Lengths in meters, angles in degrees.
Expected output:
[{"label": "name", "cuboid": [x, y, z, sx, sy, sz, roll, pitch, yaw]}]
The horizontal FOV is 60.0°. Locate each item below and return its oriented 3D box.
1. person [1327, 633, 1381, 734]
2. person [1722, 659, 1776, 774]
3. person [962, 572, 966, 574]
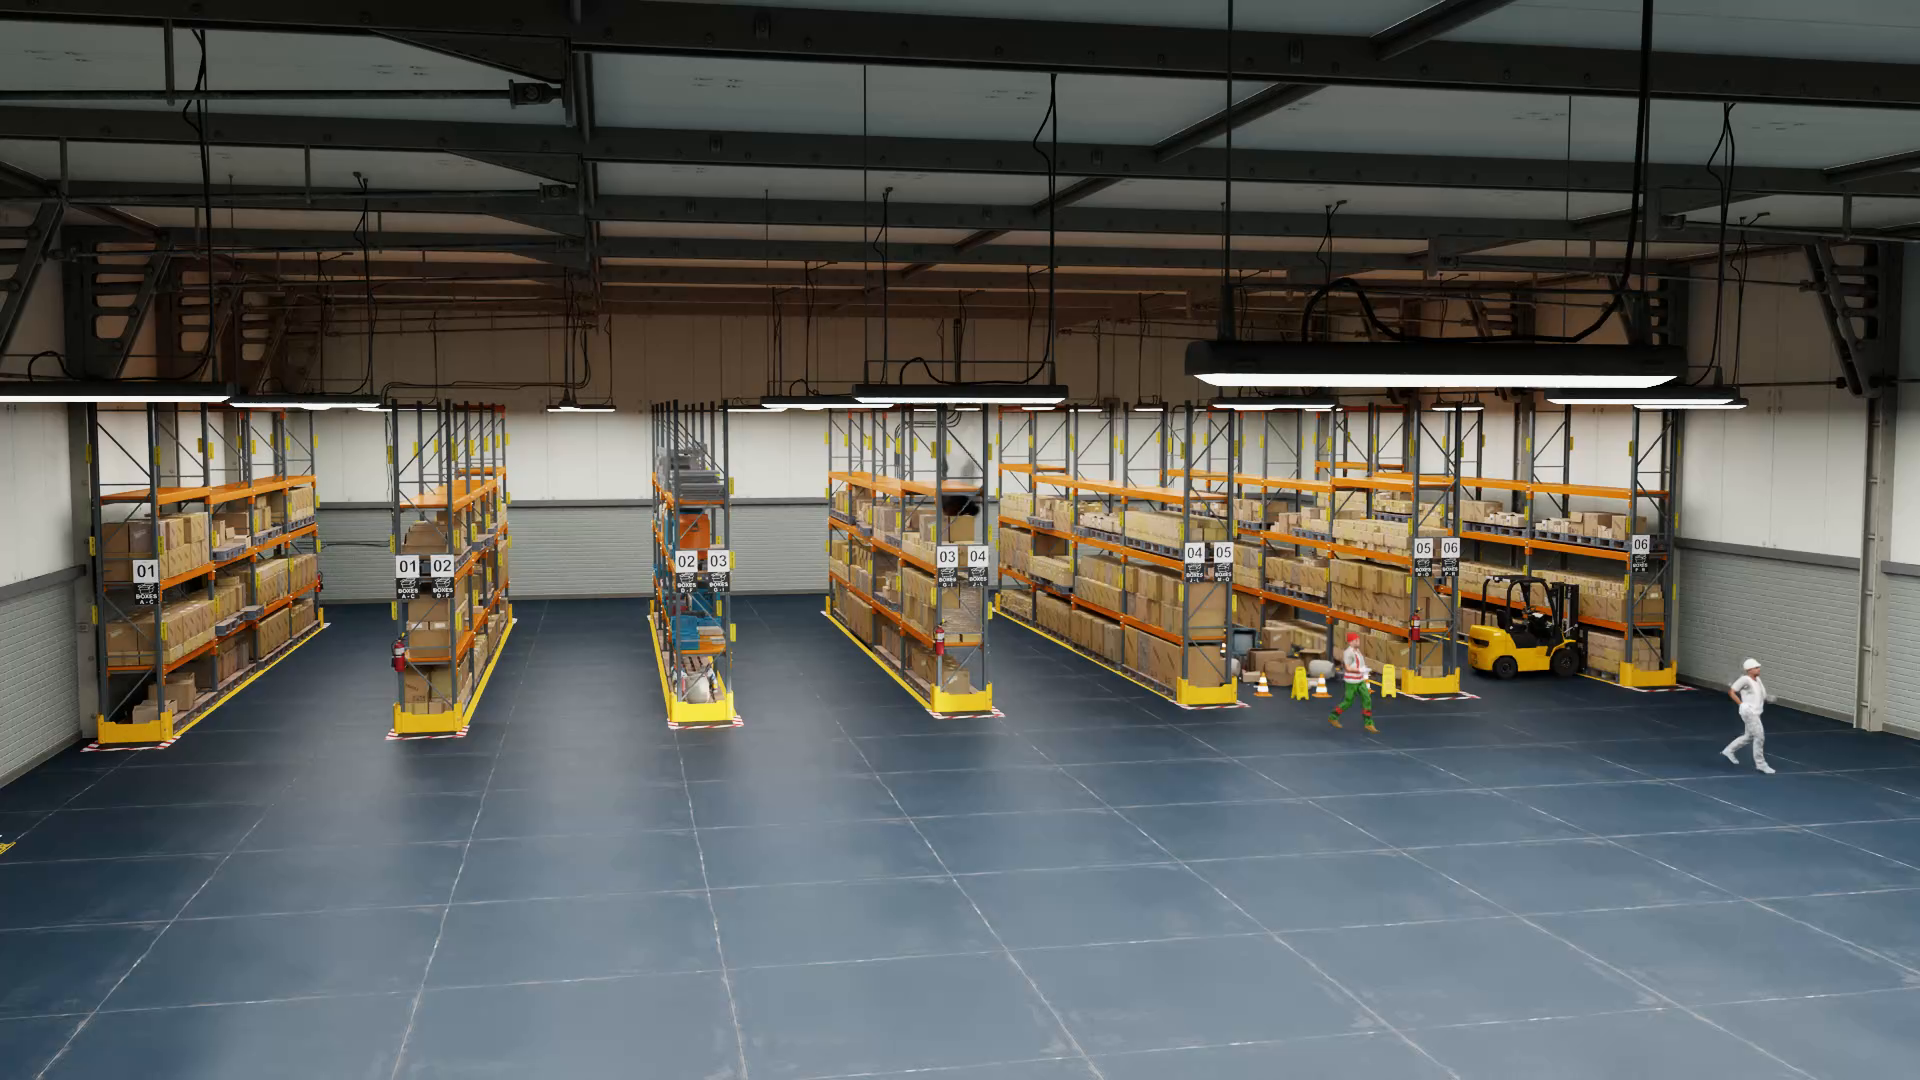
[{"label": "person", "cuboid": [7.108, 2.567, 29.972, 0.953, 1.806, 0.664, 3, 5, 38]}, {"label": "person", "cuboid": [12.699, 2.804, 26.728, 0.862, 1.793, 0.677, 4, 6, 40]}, {"label": "person", "cuboid": [-0.129, 1.320, 48.268, 0.599, 1.535, 0.473, 2, 5, 22]}]
